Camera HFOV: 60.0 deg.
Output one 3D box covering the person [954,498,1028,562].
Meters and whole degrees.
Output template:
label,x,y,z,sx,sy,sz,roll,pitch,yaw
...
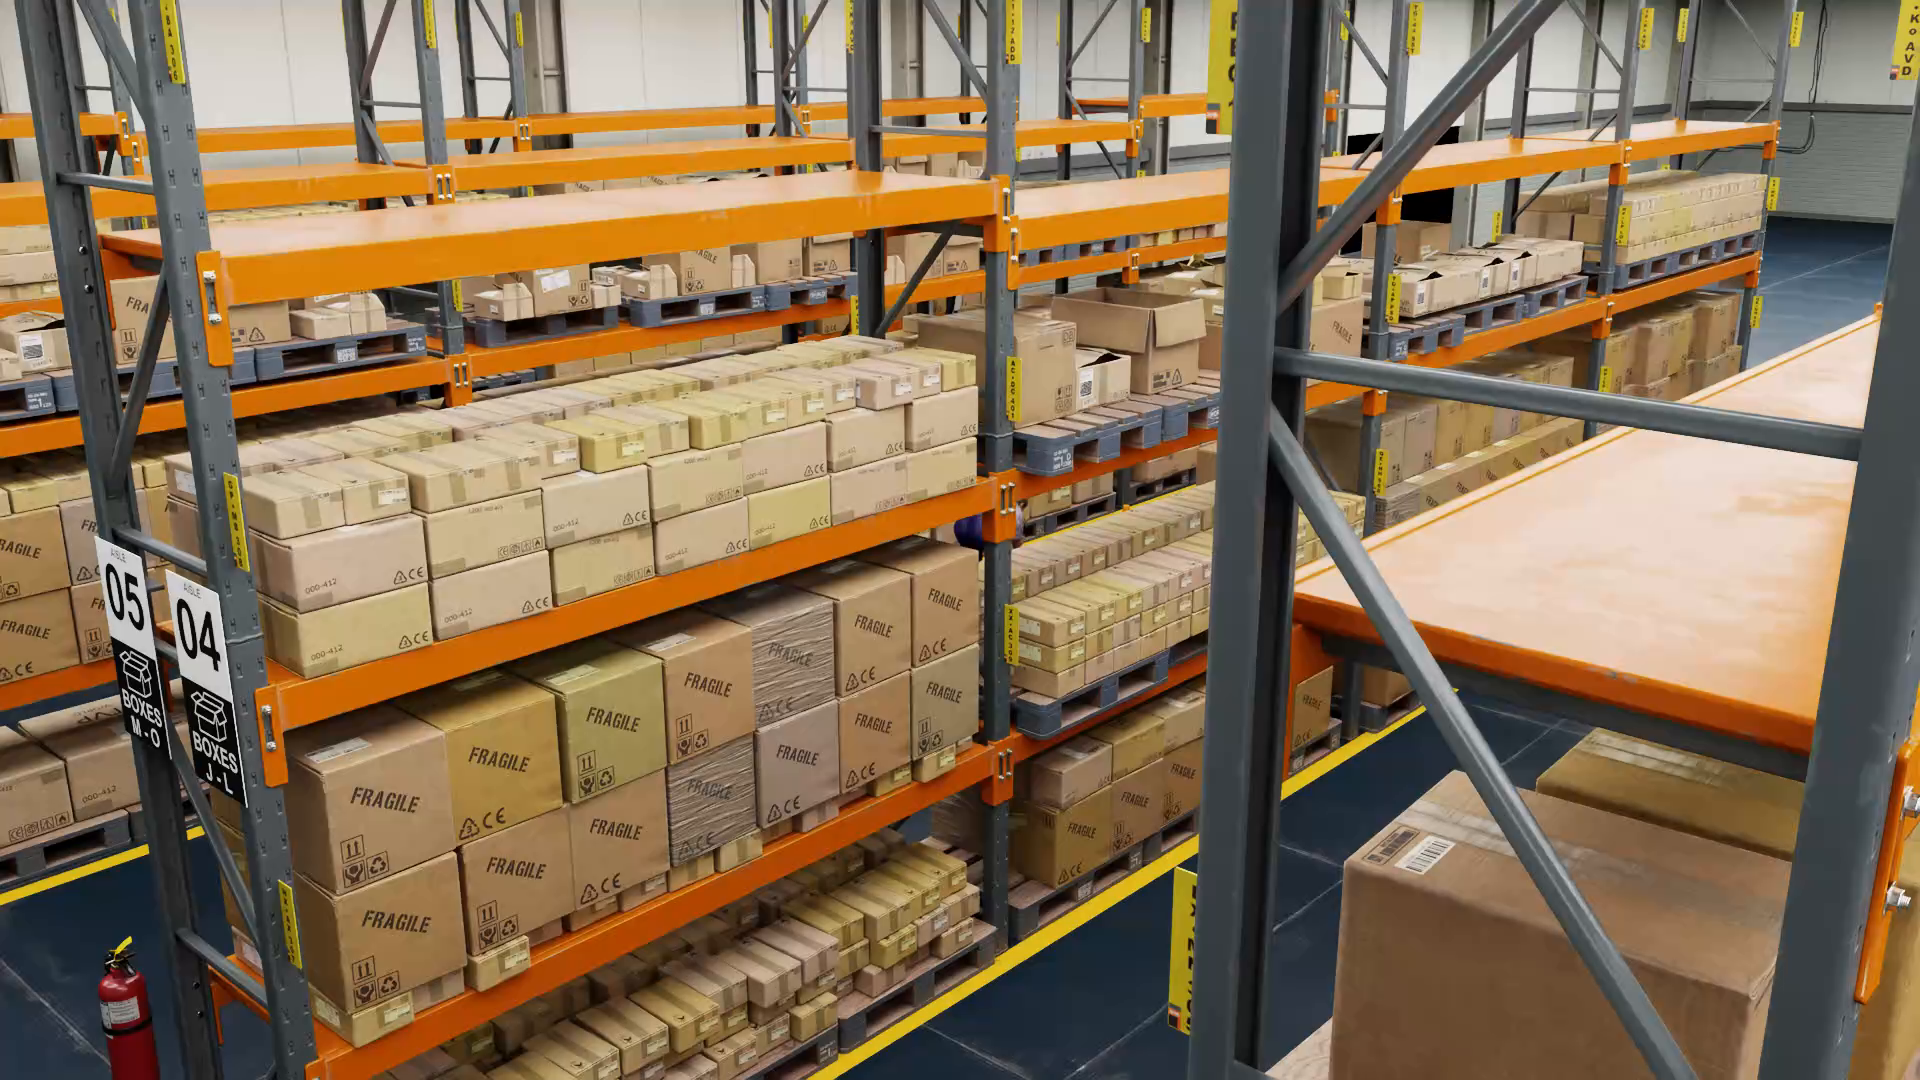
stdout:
label,x,y,z,sx,sy,sz,roll,pitch,yaw
person,0.321,0.095,15.043,0.476,1.003,0.909,13,21,35
